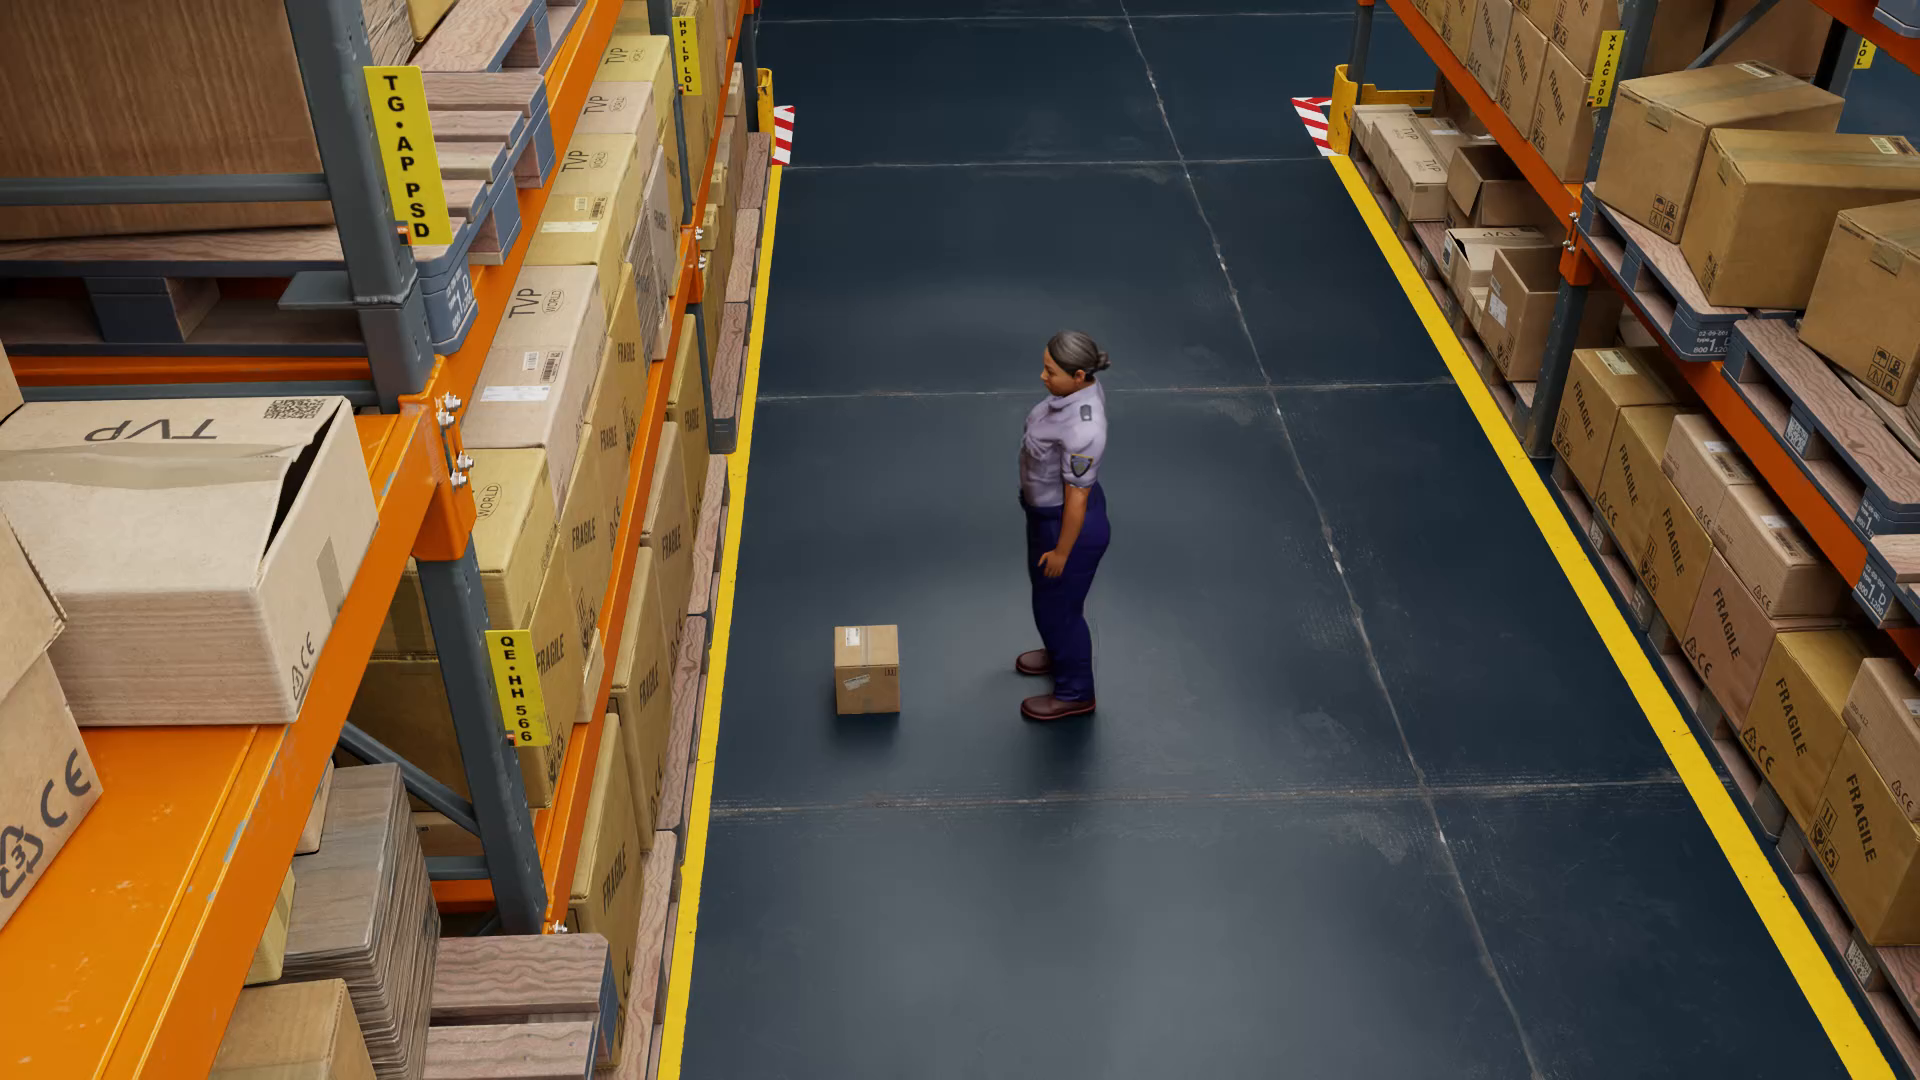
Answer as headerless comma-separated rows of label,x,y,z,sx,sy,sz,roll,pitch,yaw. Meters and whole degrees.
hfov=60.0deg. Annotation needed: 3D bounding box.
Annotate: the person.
person,0.378,-0.056,6.245,0.324,1.645,0.470,-1,35,-1
